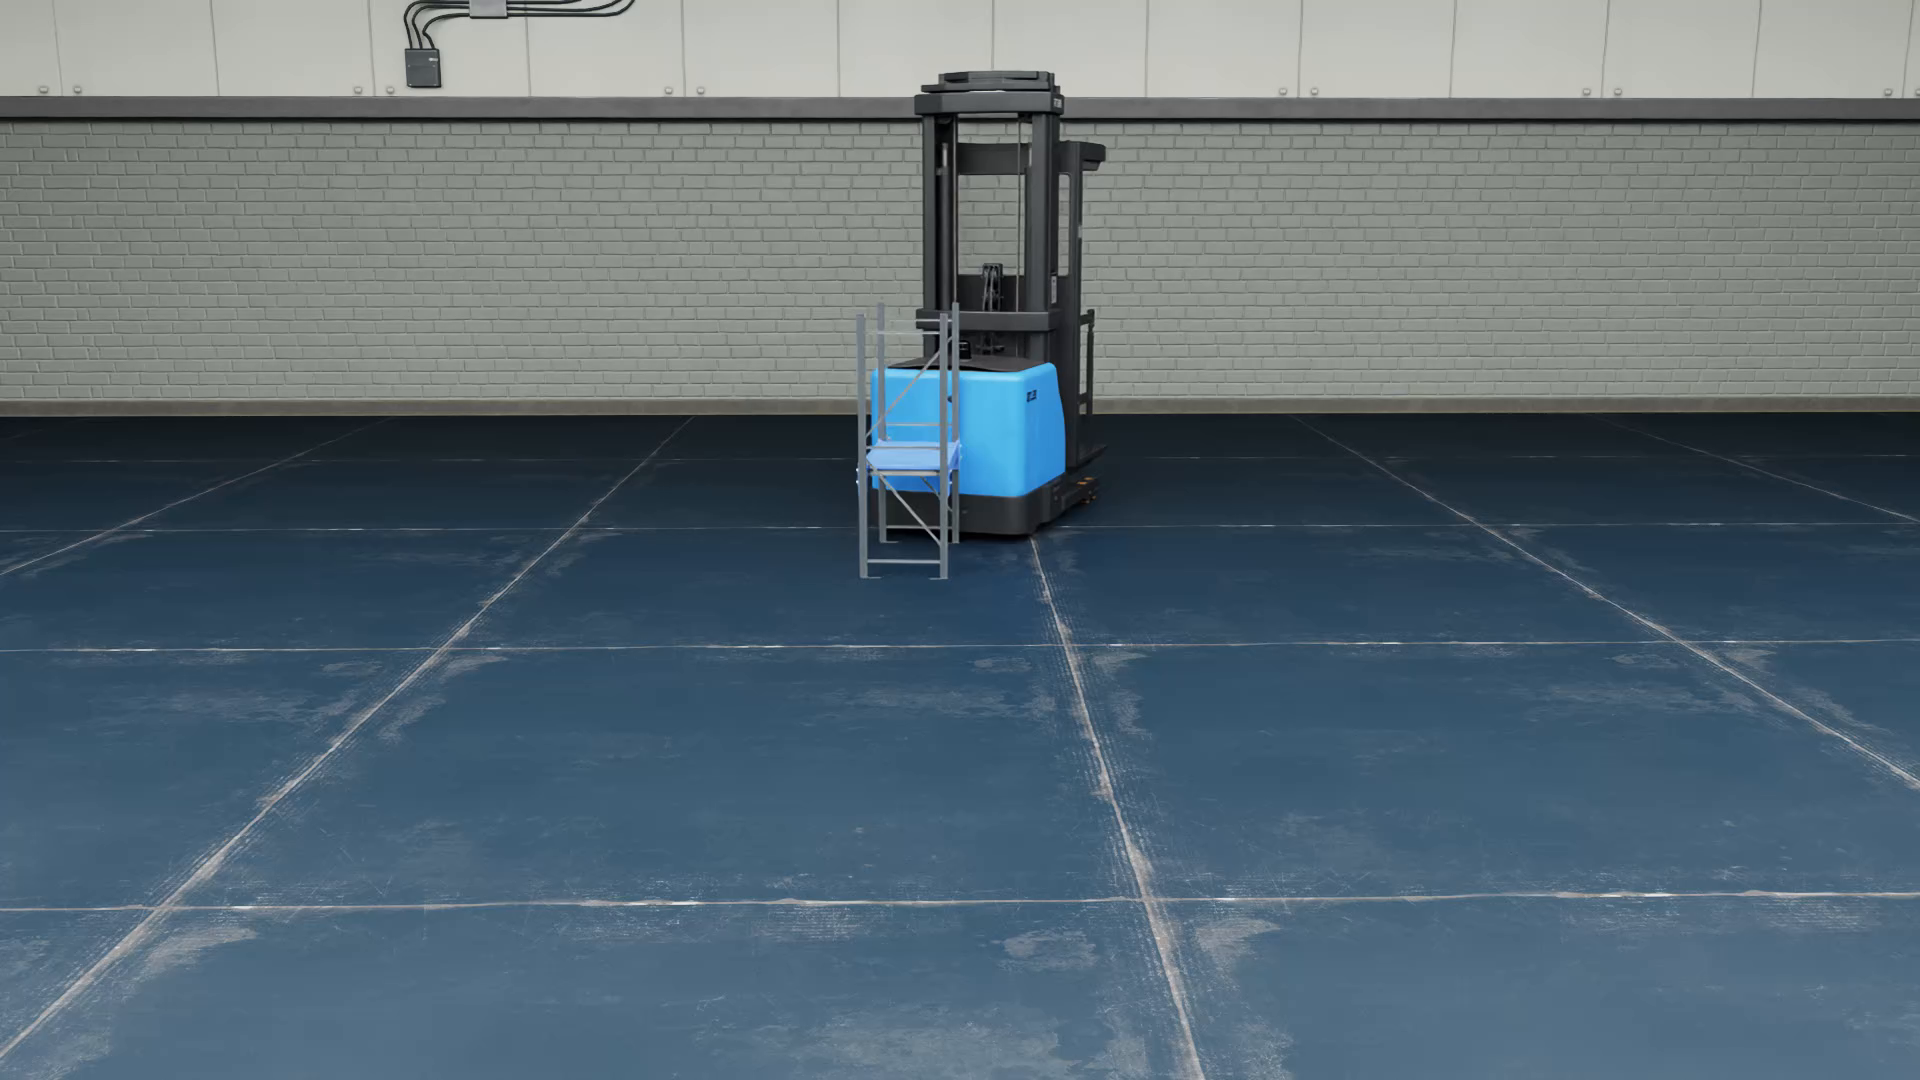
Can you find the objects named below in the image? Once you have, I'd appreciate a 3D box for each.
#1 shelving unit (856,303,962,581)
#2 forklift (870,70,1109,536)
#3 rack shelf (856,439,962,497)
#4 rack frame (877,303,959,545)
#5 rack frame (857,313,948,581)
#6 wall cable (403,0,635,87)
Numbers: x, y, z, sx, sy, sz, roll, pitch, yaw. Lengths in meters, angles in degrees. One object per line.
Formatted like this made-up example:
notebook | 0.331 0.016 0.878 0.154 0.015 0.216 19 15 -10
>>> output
shelving unit | -0.287 -0.612 9.803 0.538 1.500 1.048 1 11 3
forklift | 0.371 -1.710 11.615 1.130 2.935 3.031 4 12 18
rack shelf | -0.287 -0.436 9.838 0.538 0.185 1.000 1 11 3
rack frame | -0.256 -0.713 10.300 0.500 1.500 0.032 1 11 3
rack frame | -0.318 -0.511 9.305 0.500 1.500 0.032 1 11 3
wall cable | -4.175 -7.324 15.476 2.305 6.003 0.169 0 11 -1
